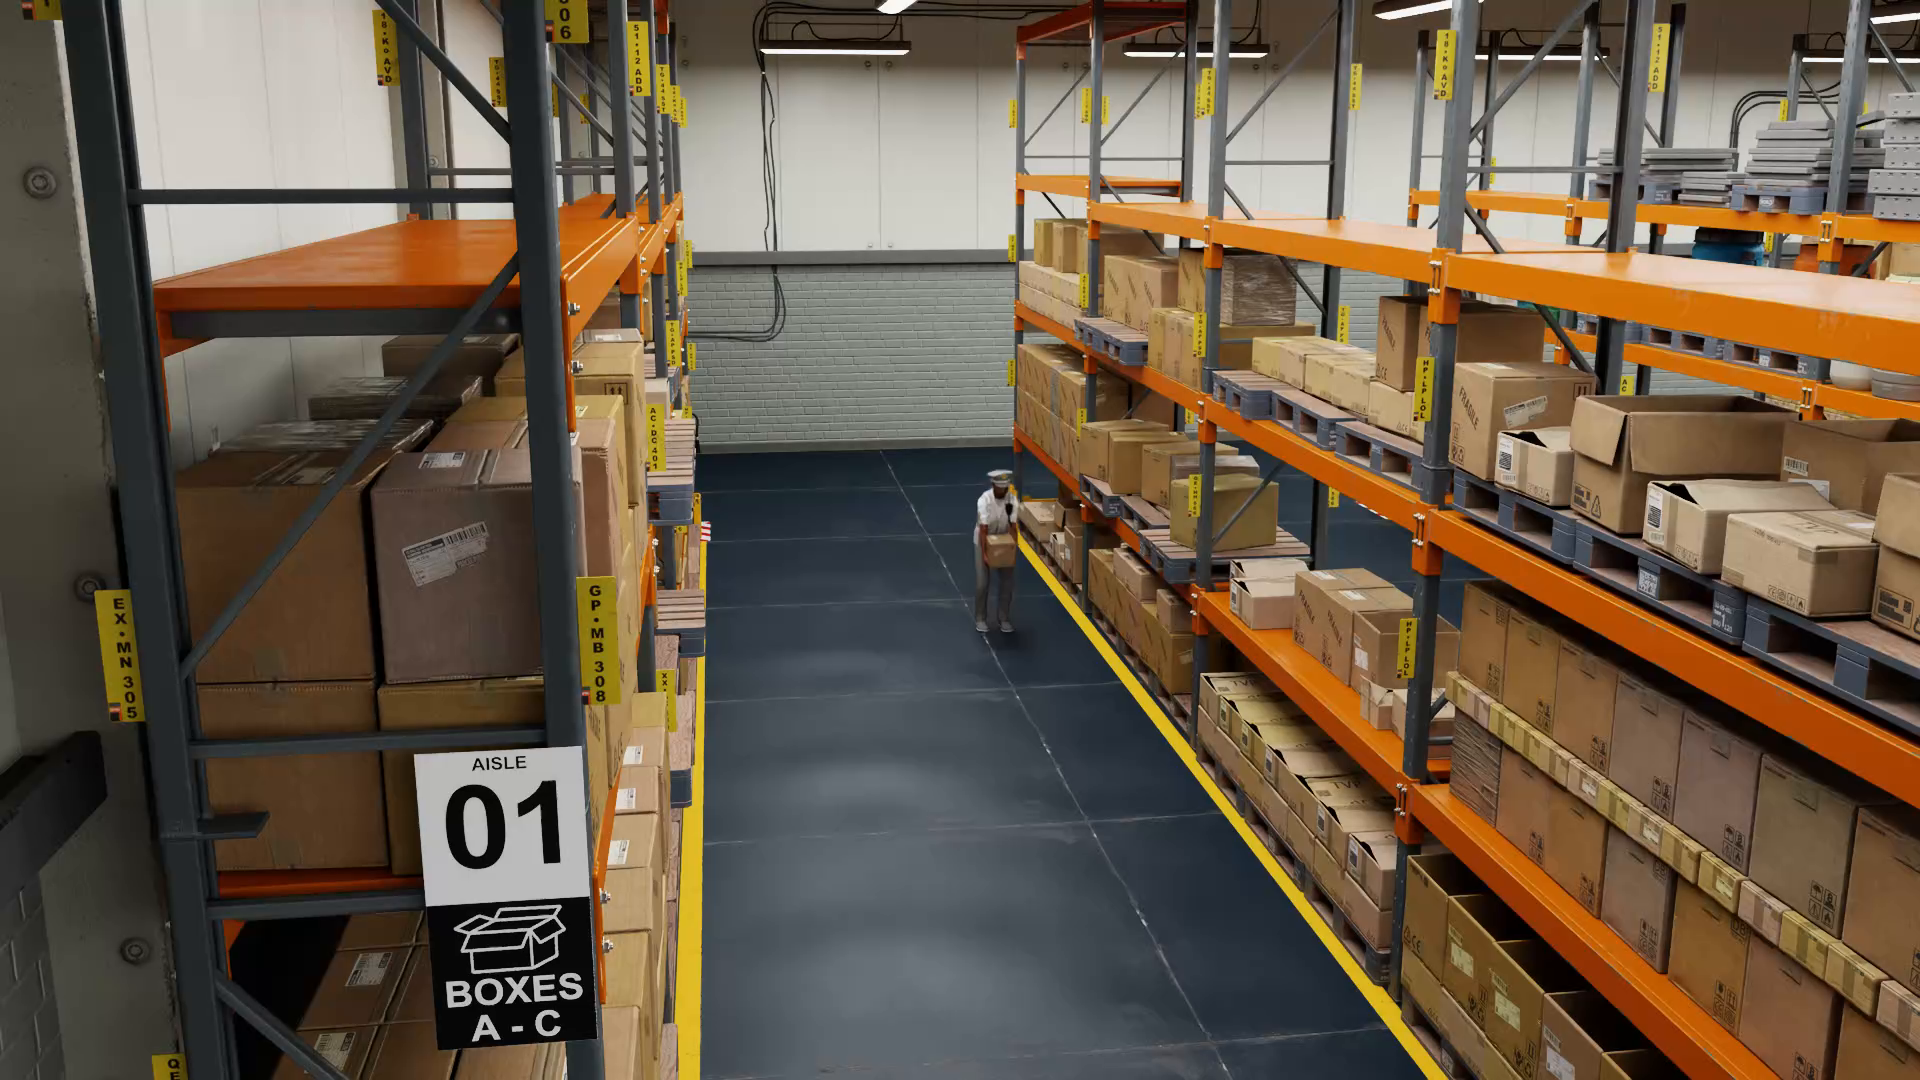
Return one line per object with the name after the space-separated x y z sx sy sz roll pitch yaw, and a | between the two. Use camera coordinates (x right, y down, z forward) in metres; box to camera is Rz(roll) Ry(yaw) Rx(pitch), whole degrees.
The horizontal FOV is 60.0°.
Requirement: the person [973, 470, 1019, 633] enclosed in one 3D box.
0.356 0.102 16.162 0.413 1.622 0.563 -3 14 -11 | person
